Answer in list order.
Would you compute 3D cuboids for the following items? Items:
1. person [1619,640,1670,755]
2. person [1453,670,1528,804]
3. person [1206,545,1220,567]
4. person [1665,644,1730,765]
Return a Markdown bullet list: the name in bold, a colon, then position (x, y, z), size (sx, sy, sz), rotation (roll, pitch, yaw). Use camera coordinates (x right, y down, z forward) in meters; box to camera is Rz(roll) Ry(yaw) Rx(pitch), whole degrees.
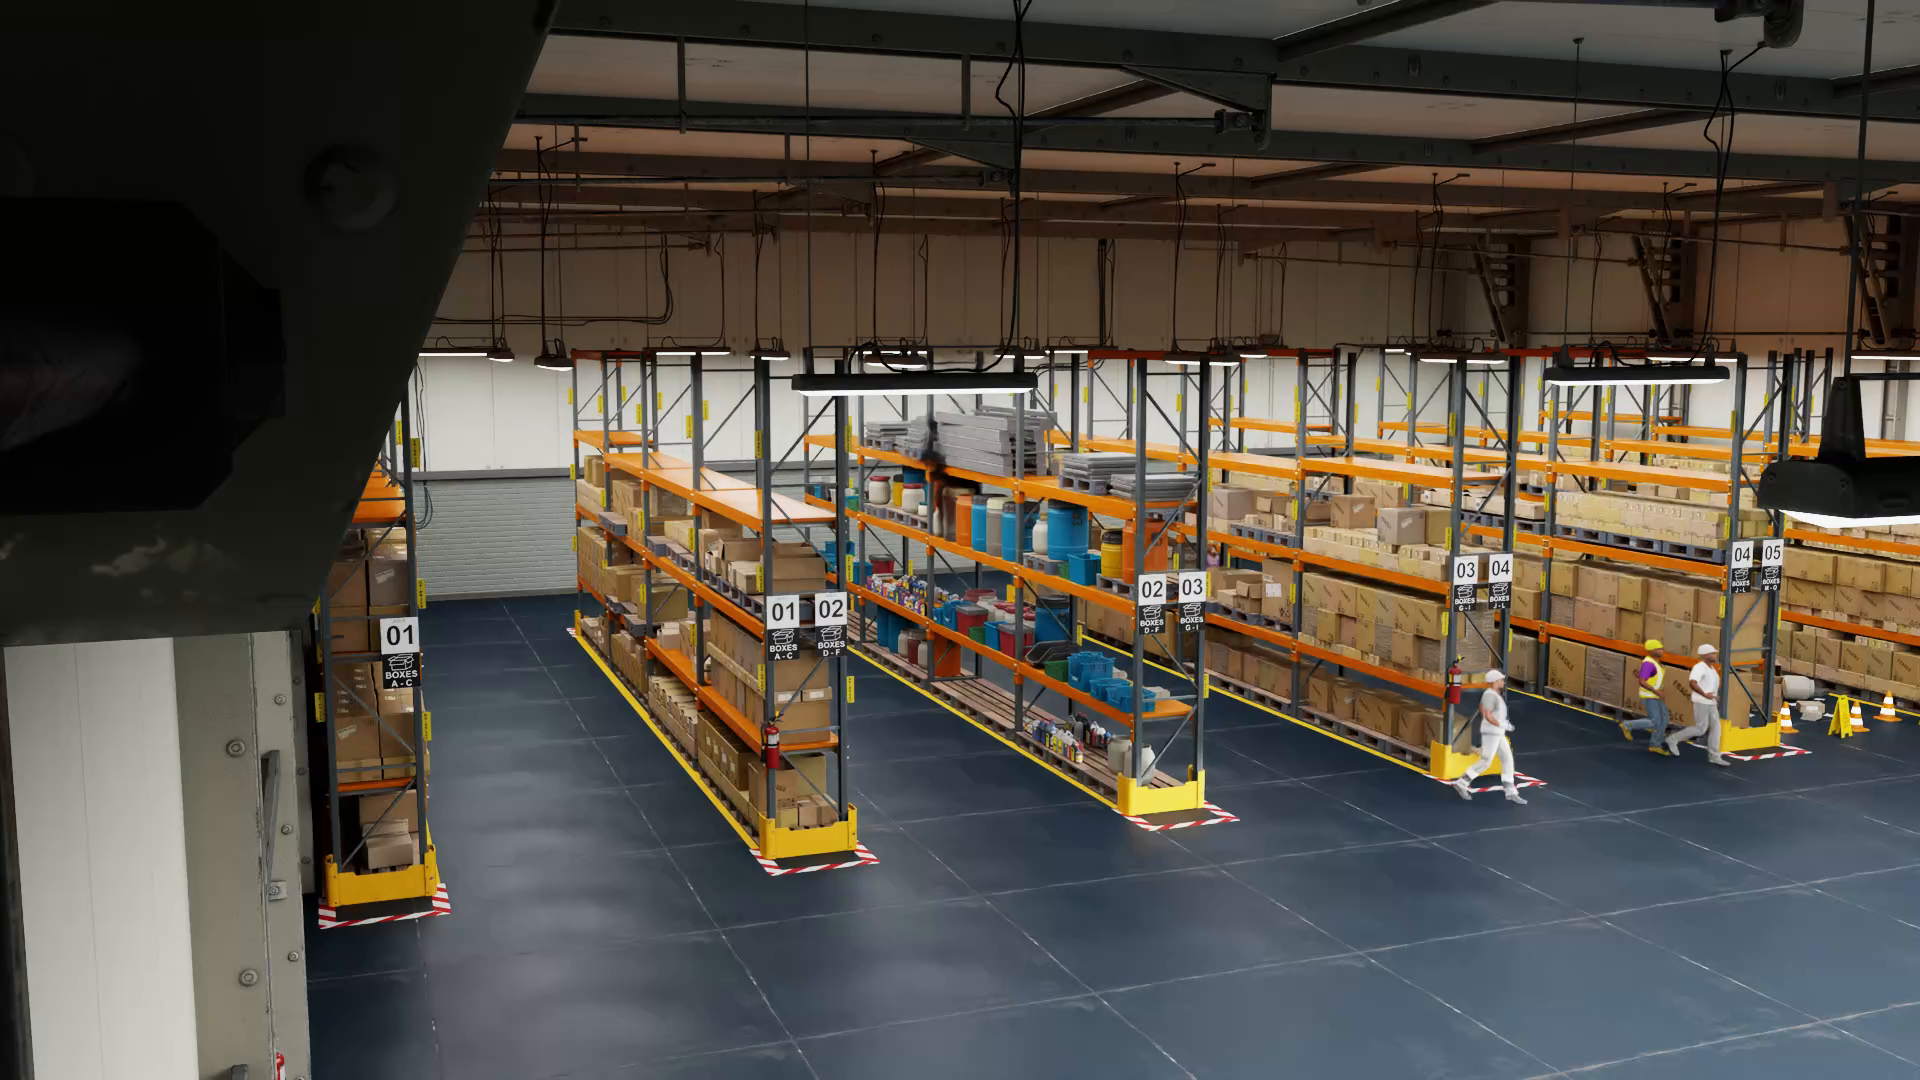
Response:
- **person**: position (10.421, 2.364, 25.194), size (0.727, 1.749, 0.708), rotation (5, 9, 34)
- **person**: position (7.244, 2.643, 22.521), size (0.966, 1.768, 0.715), rotation (3, 8, 26)
- **person**: position (5.654, 0.907, 37.331), size (0.528, 1.604, 0.684), rotation (-3, 8, -20)
- **person**: position (11.049, 2.414, 24.656), size (0.919, 1.719, 0.765), rotation (6, 10, 42)
